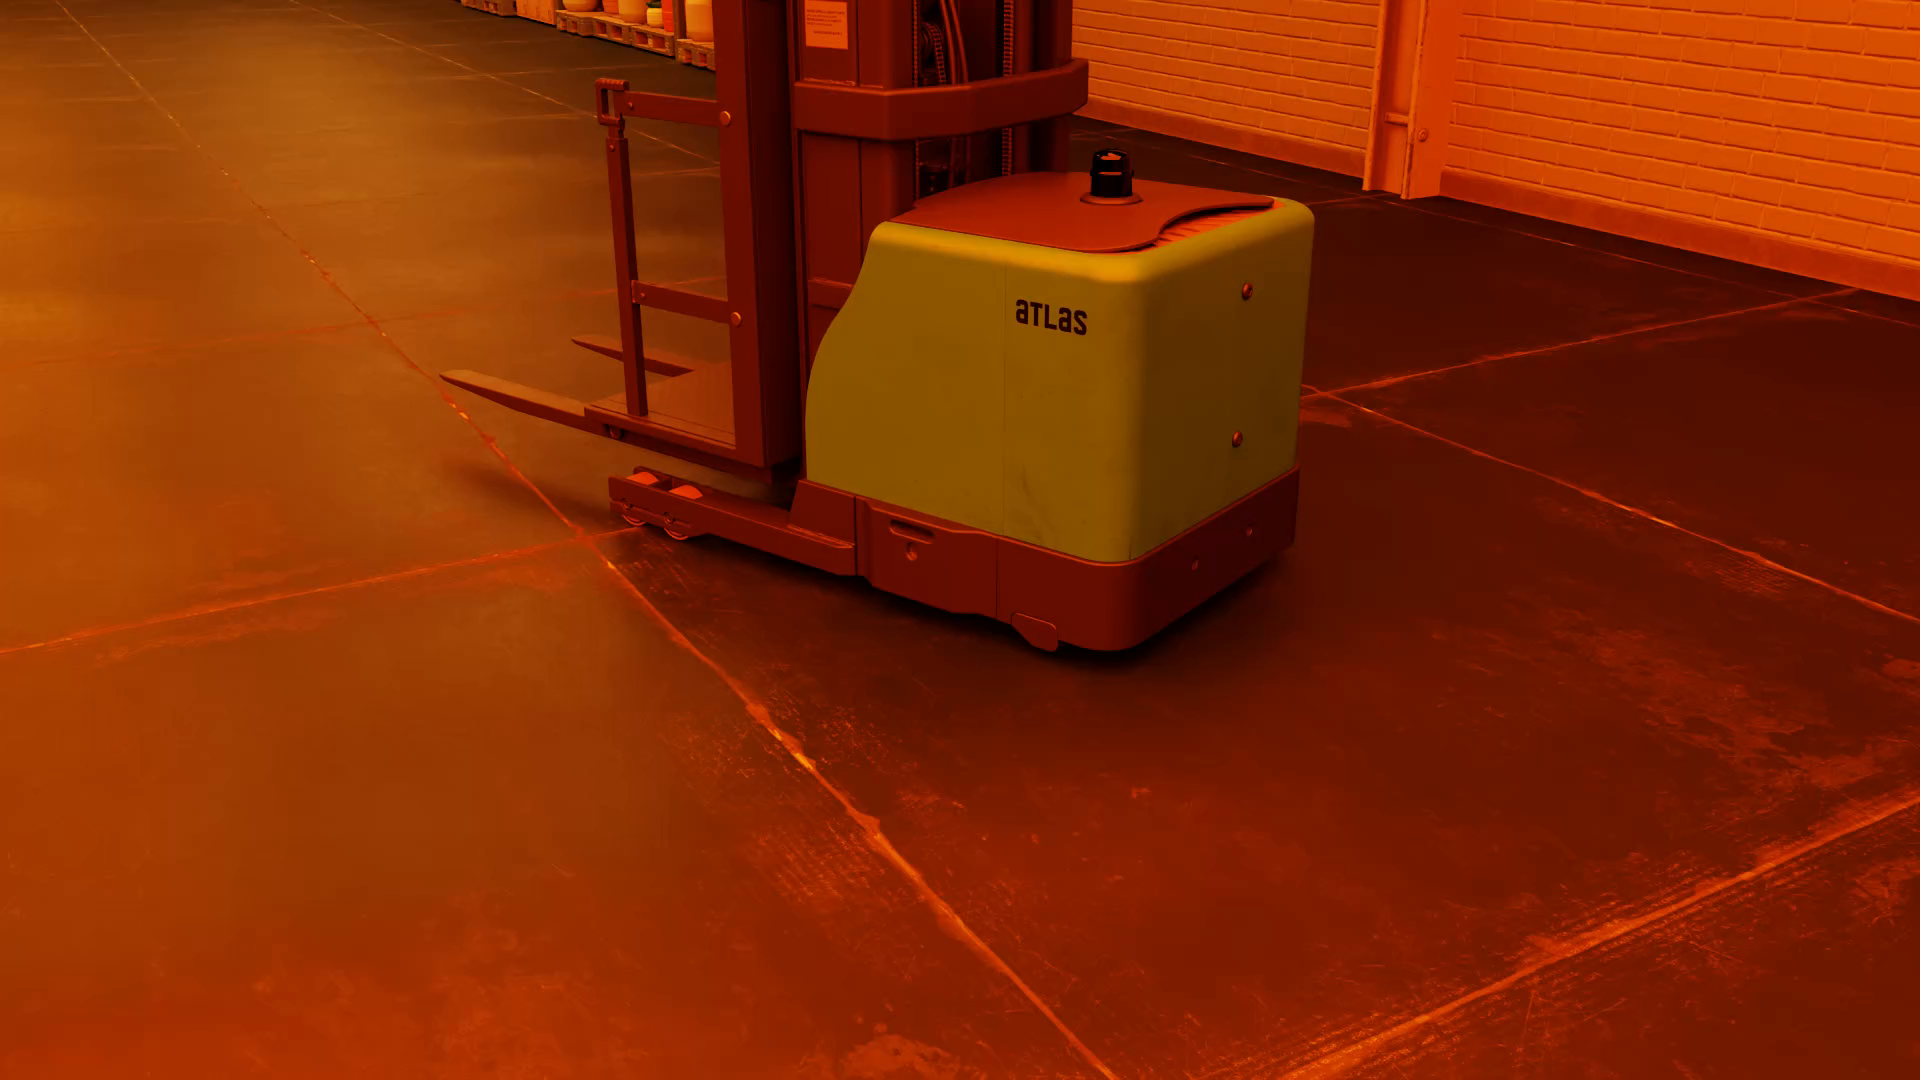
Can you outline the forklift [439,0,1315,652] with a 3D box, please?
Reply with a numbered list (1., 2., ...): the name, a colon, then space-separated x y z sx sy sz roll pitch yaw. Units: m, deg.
1. forklift: -0.481 -1.497 4.922 3.031 2.935 1.130 16 27 34
